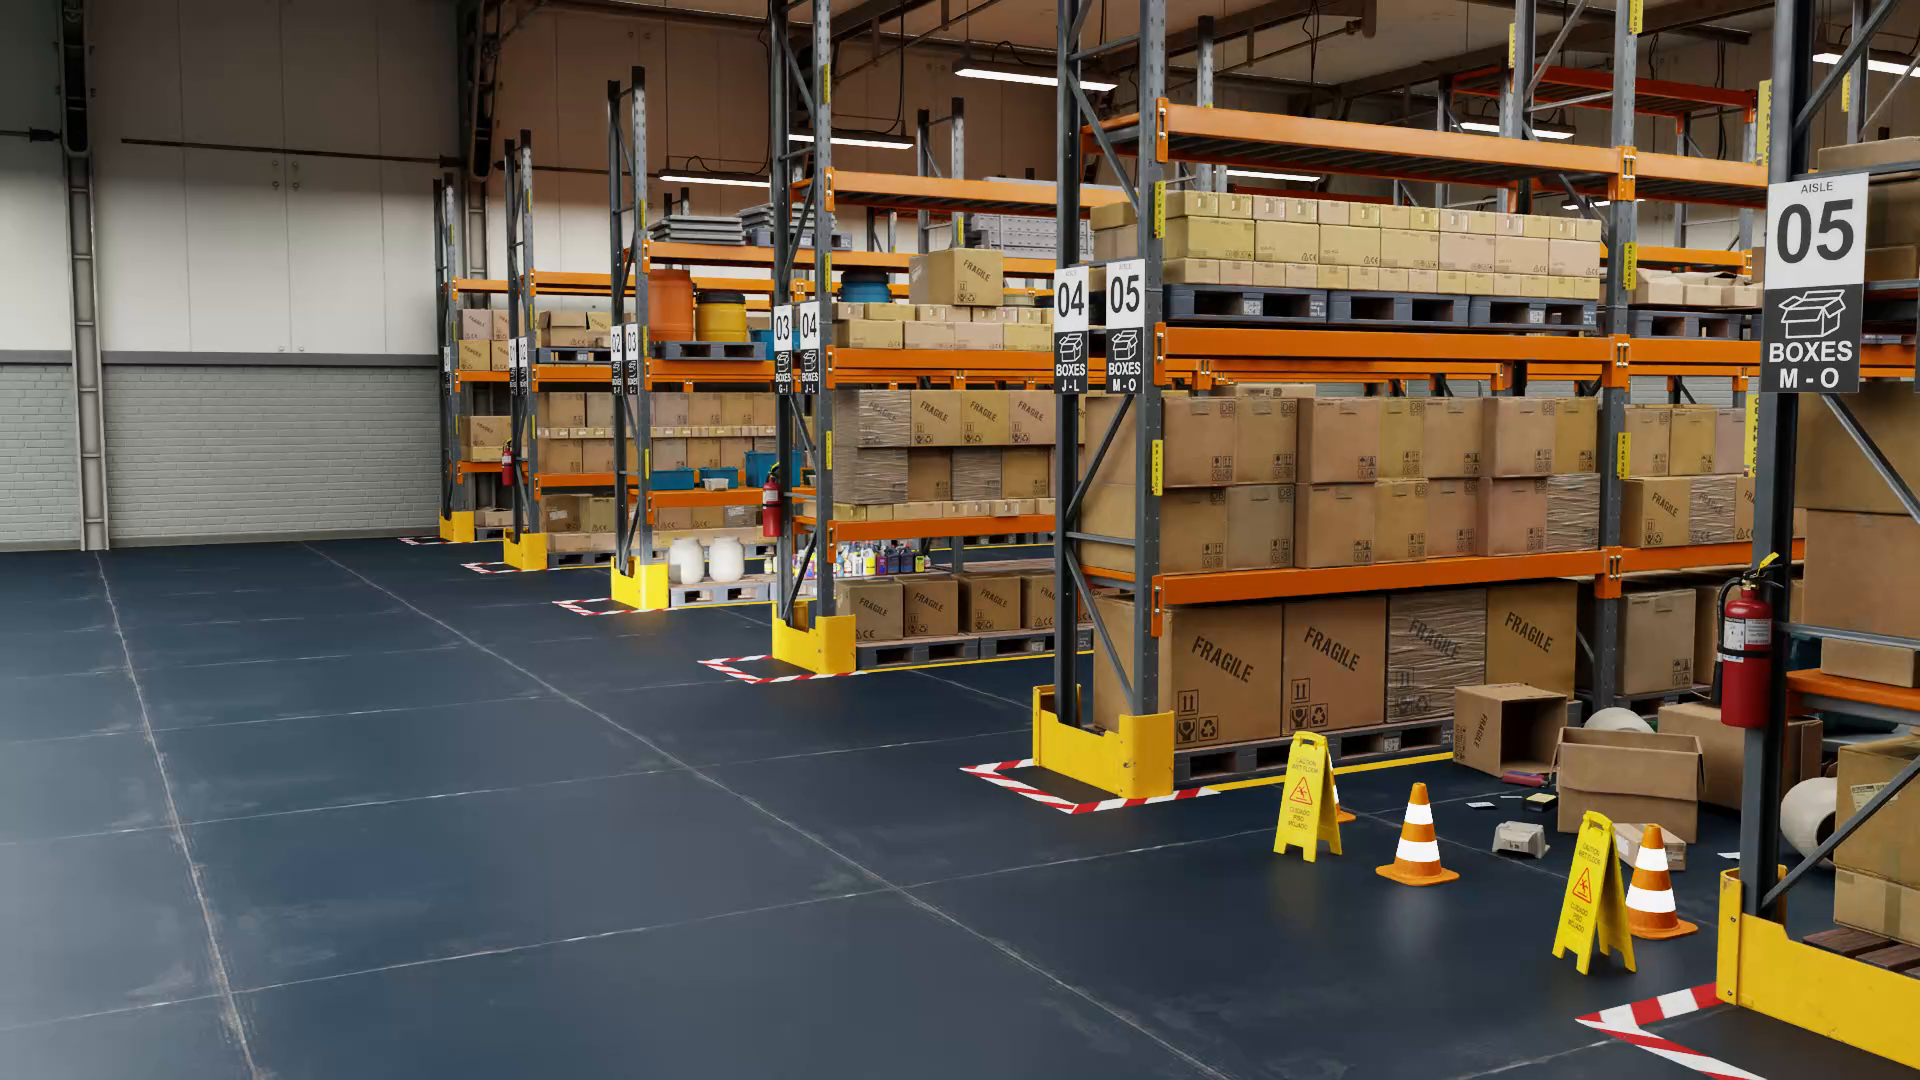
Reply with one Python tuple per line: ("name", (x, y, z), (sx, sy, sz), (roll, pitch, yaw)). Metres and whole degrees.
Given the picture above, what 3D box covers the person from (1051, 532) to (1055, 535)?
("person", (1.211, -0.060, 18.254), (0.389, 1.765, 0.557), (-3, 6, -28))
